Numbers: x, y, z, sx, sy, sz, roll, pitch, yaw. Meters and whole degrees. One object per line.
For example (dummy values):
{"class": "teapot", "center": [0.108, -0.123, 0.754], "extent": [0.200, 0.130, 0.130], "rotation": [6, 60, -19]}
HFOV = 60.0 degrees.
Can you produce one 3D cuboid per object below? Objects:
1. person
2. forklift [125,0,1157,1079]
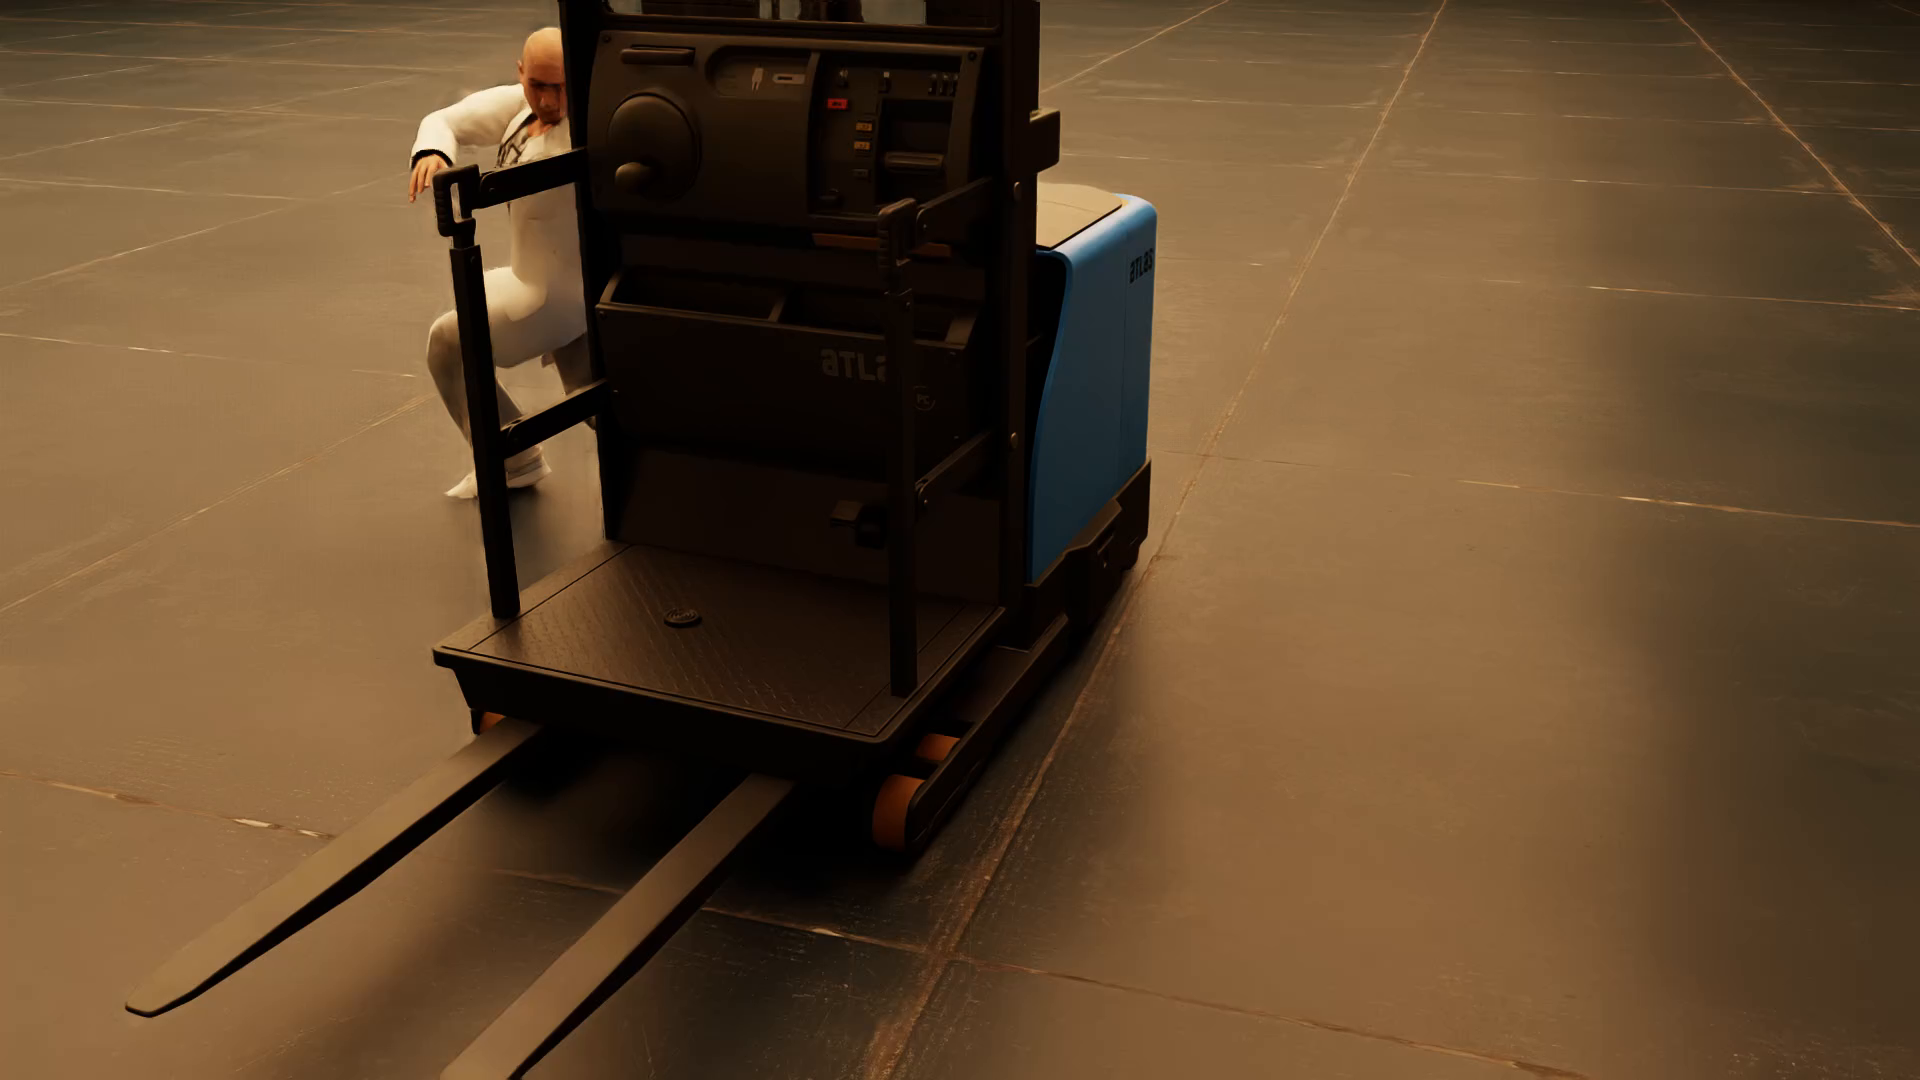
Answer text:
{"class": "person", "center": [-1.215, -0.768, 5.108], "extent": [1.011, 1.543, 0.780], "rotation": [0, 22, 0]}
{"class": "forklift", "center": [-0.471, -0.875, 3.400], "extent": [1.130, 2.935, 3.031], "rotation": [9, 24, 21]}
